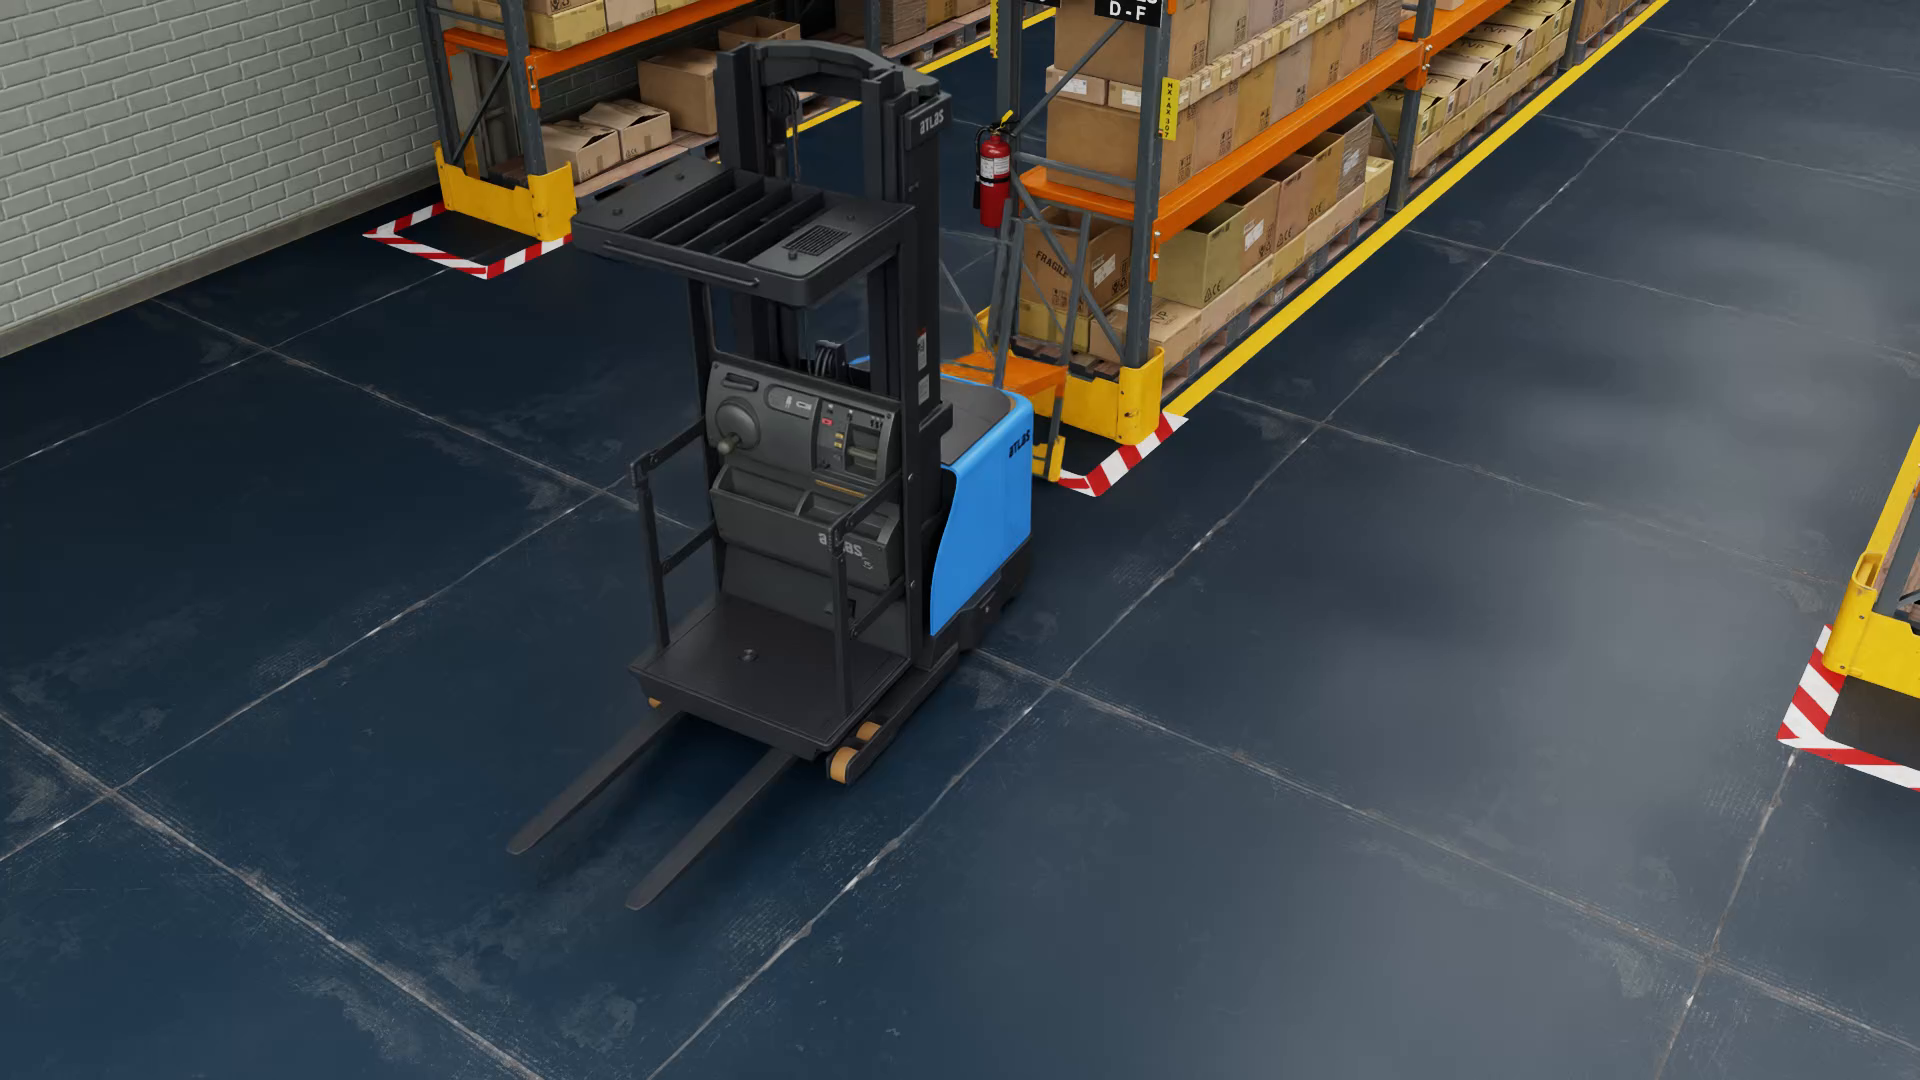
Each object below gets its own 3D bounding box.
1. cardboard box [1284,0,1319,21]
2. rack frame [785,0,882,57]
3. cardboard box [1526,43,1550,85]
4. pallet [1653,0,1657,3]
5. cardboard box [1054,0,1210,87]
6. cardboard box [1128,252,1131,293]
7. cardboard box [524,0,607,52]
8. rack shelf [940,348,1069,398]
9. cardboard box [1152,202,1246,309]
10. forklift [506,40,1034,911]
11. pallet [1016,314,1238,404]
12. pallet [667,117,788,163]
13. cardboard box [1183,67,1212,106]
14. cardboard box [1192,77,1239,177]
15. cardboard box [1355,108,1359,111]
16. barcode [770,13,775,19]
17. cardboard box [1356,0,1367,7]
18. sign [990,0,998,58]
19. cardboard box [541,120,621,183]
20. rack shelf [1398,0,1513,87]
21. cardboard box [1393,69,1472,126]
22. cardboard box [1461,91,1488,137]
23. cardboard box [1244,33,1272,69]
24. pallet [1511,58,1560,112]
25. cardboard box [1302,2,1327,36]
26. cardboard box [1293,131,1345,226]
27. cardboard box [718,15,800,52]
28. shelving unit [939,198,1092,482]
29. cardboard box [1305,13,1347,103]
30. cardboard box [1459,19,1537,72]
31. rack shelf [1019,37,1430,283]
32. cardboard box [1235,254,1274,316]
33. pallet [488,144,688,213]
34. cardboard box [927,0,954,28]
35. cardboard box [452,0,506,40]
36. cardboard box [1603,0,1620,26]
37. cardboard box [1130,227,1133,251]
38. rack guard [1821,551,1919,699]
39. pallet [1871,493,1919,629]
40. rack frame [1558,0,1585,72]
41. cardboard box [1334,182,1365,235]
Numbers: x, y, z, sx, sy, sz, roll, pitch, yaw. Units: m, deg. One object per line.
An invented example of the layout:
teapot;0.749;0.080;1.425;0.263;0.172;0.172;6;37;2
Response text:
cardboard box;1.823;-3.579;10.292;0.700;0.500;0.500;21;39;28
rack frame;-1.142;-5.479;14.351;1.000;3.000;0.127;21;39;28
cardboard box;4.820;-4.216;14.562;0.500;0.250;0.500;21;39;28
pallet;7.058;-6.039;17.667;1.003;0.211;1.213;21;39;28
cardboard box;0.956;-2.872;9.247;0.700;0.500;0.500;21;40;28
cardboard box;0.987;-1.668;10.794;0.500;0.250;0.500;21;39;28
cardboard box;-2.884;-3.708;11.847;0.500;0.250;0.500;20;39;27
rack shelf;0.161;-0.826;8.873;0.538;0.185;1.000;14;18;20
cardboard box;1.421;-1.810;10.335;0.500;0.500;0.500;21;39;28
forklift;-0.792;-0.430;6.945;1.130;2.935;3.031;18;38;24
pallet;1.051;-1.268;10.613;1.003;0.211;1.213;21;39;28
pallet;-2.191;-3.440;13.824;1.003;0.211;1.213;21;39;28
cardboard box;1.198;-2.602;9.428;0.380;0.149;0.250;20;39;27
cardboard box;1.221;-2.553;9.935;0.700;0.500;0.500;22;40;29
cardboard box;2.925;-3.444;12.920;0.500;0.311;0.500;21;39;28
barcode;-1.647;-4.587;14.584;0.001;0.075;0.075;21;39;28
cardboard box;2.512;-3.660;10.991;0.380;0.149;0.250;21;39;28
sign;0.211;-2.816;9.166;0.100;0.325;0.005;21;39;28
cardboard box;-2.954;-2.997;12.687;0.500;0.311;0.500;17;37;23
rack shelf;4.070;-4.521;13.576;1.077;0.370;4.000;21;39;28
cardboard box;3.660;-3.505;13.011;0.500;0.311;0.500;21;39;28
cardboard box;3.949;-3.514;13.524;0.500;0.250;0.500;20;39;27
cardboard box;1.637;-2.956;9.950;0.380;0.149;0.250;20;39;27
pallet;4.709;-4.218;14.975;1.003;0.211;1.213;21;39;28
cardboard box;2.076;-3.308;10.472;0.380;0.149;0.250;23;40;30
cardboard box;2.268;-2.504;11.360;0.500;0.500;0.500;21;39;28
cardboard box;-1.701;-4.136;14.202;0.500;0.500;0.500;18;38;25
shelving unit;0.188;-0.998;8.828;0.587;1.500;1.083;14;18;20
cardboard box;2.097;-3.260;10.979;0.700;0.500;0.500;22;40;29
cardboard box;4.533;-4.215;14.059;0.500;0.311;0.500;21;39;28
rack shelf;1.789;-2.680;10.854;1.077;0.370;4.000;21;39;28
cardboard box;1.705;-1.730;10.886;0.500;0.250;0.500;21;39;28
pallet;-2.887;-2.881;12.997;1.003;0.211;1.213;21;39;28
cardboard box;-0.483;-5.224;15.812;0.700;0.500;0.500;20;39;27
cardboard box;-3.315;-3.862;12.075;0.500;0.250;0.500;22;40;29
cardboard box;5.999;-5.247;15.846;0.500;0.500;0.500;20;39;27
cardboard box;1.268;-2.210;10.927;0.500;0.500;0.500;21;39;28
rack guard;4.721;0.511;7.723;1.175;0.500;0.348;21;39;28
pallet;5.188;0.259;8.355;1.003;0.211;1.213;21;39;28
rack frame;5.210;-5.740;14.735;1.000;3.000;0.127;21;39;28
cardboard box;2.552;-2.424;11.912;0.500;0.250;0.500;21;39;28
